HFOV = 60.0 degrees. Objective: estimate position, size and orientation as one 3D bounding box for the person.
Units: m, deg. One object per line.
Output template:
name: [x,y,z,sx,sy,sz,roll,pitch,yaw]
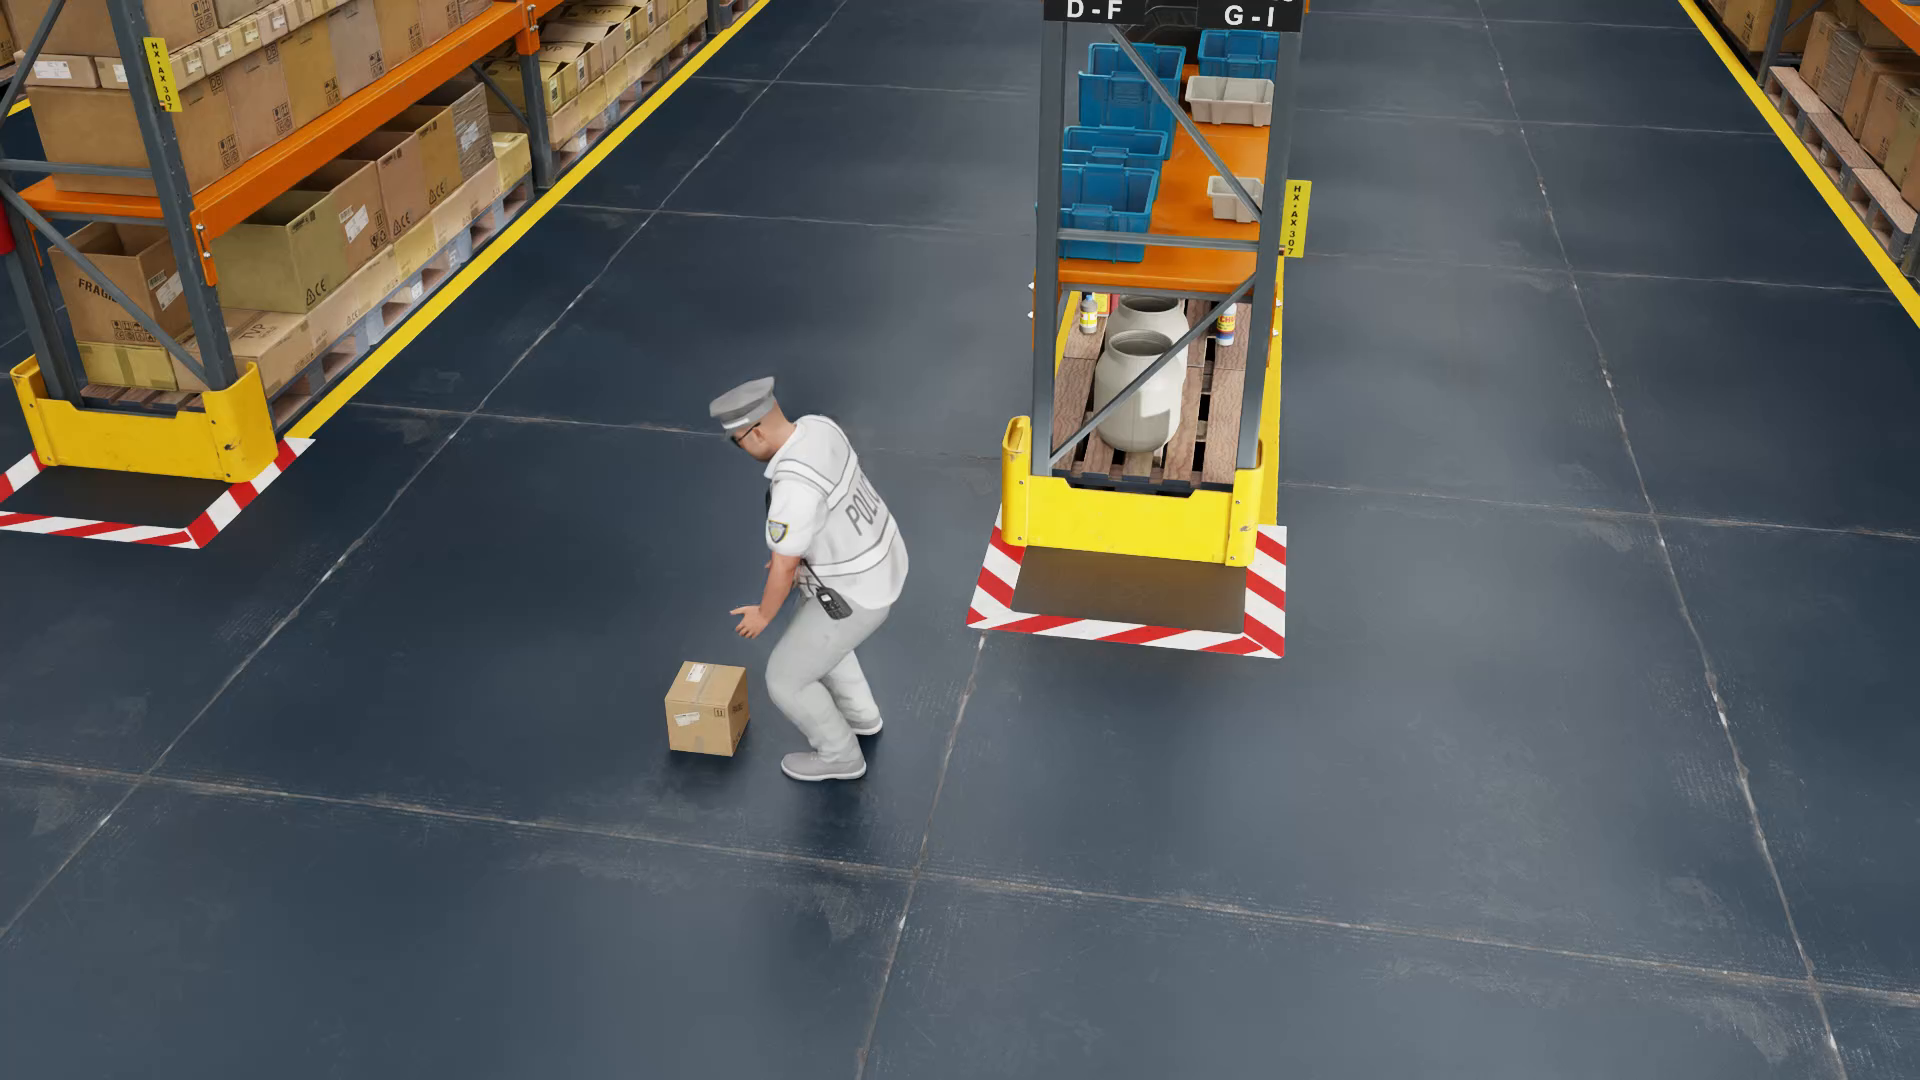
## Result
person: [-0.531,0.159,6.039,0.658,1.594,0.581,6,33,9]
